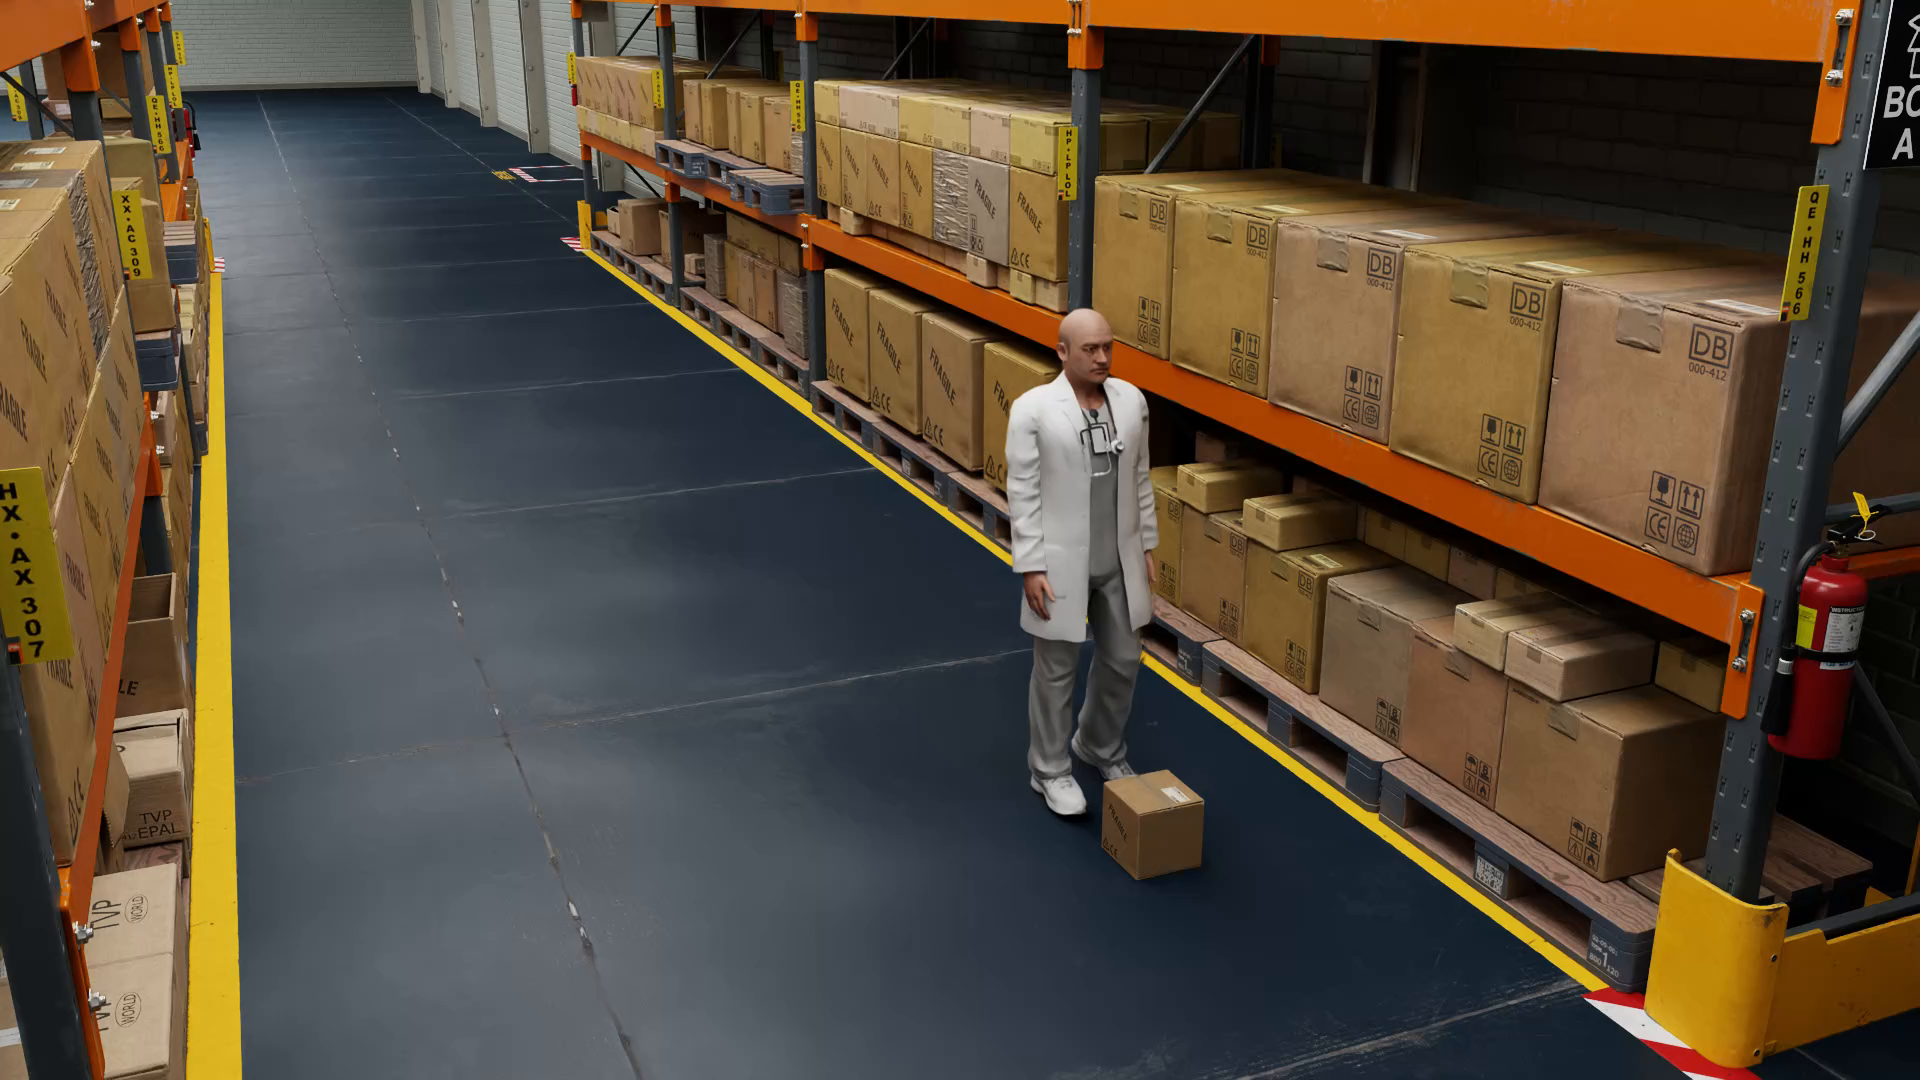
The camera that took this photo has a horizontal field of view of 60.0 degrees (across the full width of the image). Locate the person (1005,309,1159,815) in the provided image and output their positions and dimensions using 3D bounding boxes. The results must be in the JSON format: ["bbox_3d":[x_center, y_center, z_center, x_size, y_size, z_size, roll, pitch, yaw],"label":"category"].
[{"bbox_3d":[0.443,0.113,5.853,0.593,1.864,0.470,-8,20,-22],"label":"person"}]
